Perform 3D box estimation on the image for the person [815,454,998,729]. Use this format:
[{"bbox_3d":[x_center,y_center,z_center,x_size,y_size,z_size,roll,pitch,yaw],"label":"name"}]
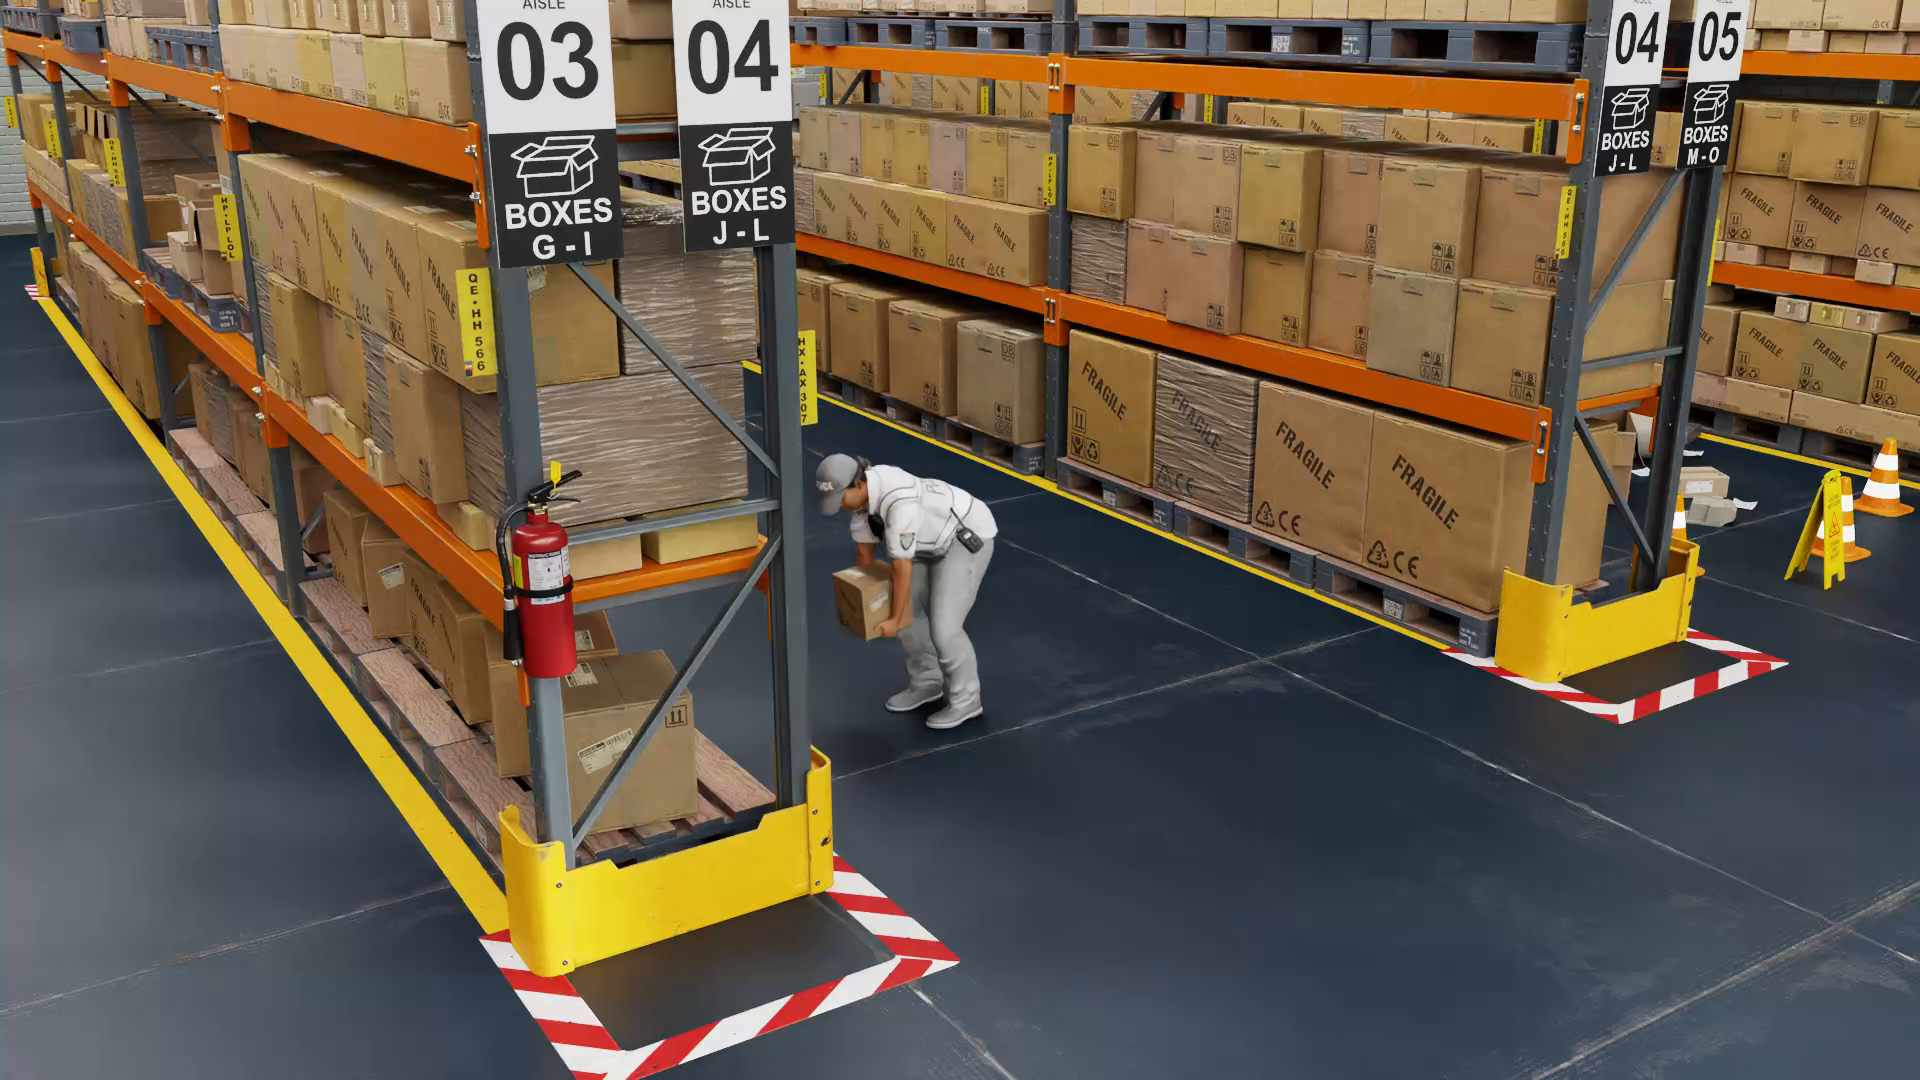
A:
[{"bbox_3d":[-0.258,0.208,7.481,0.853,1.322,0.453,-12,22,-33],"label":"person"}]
